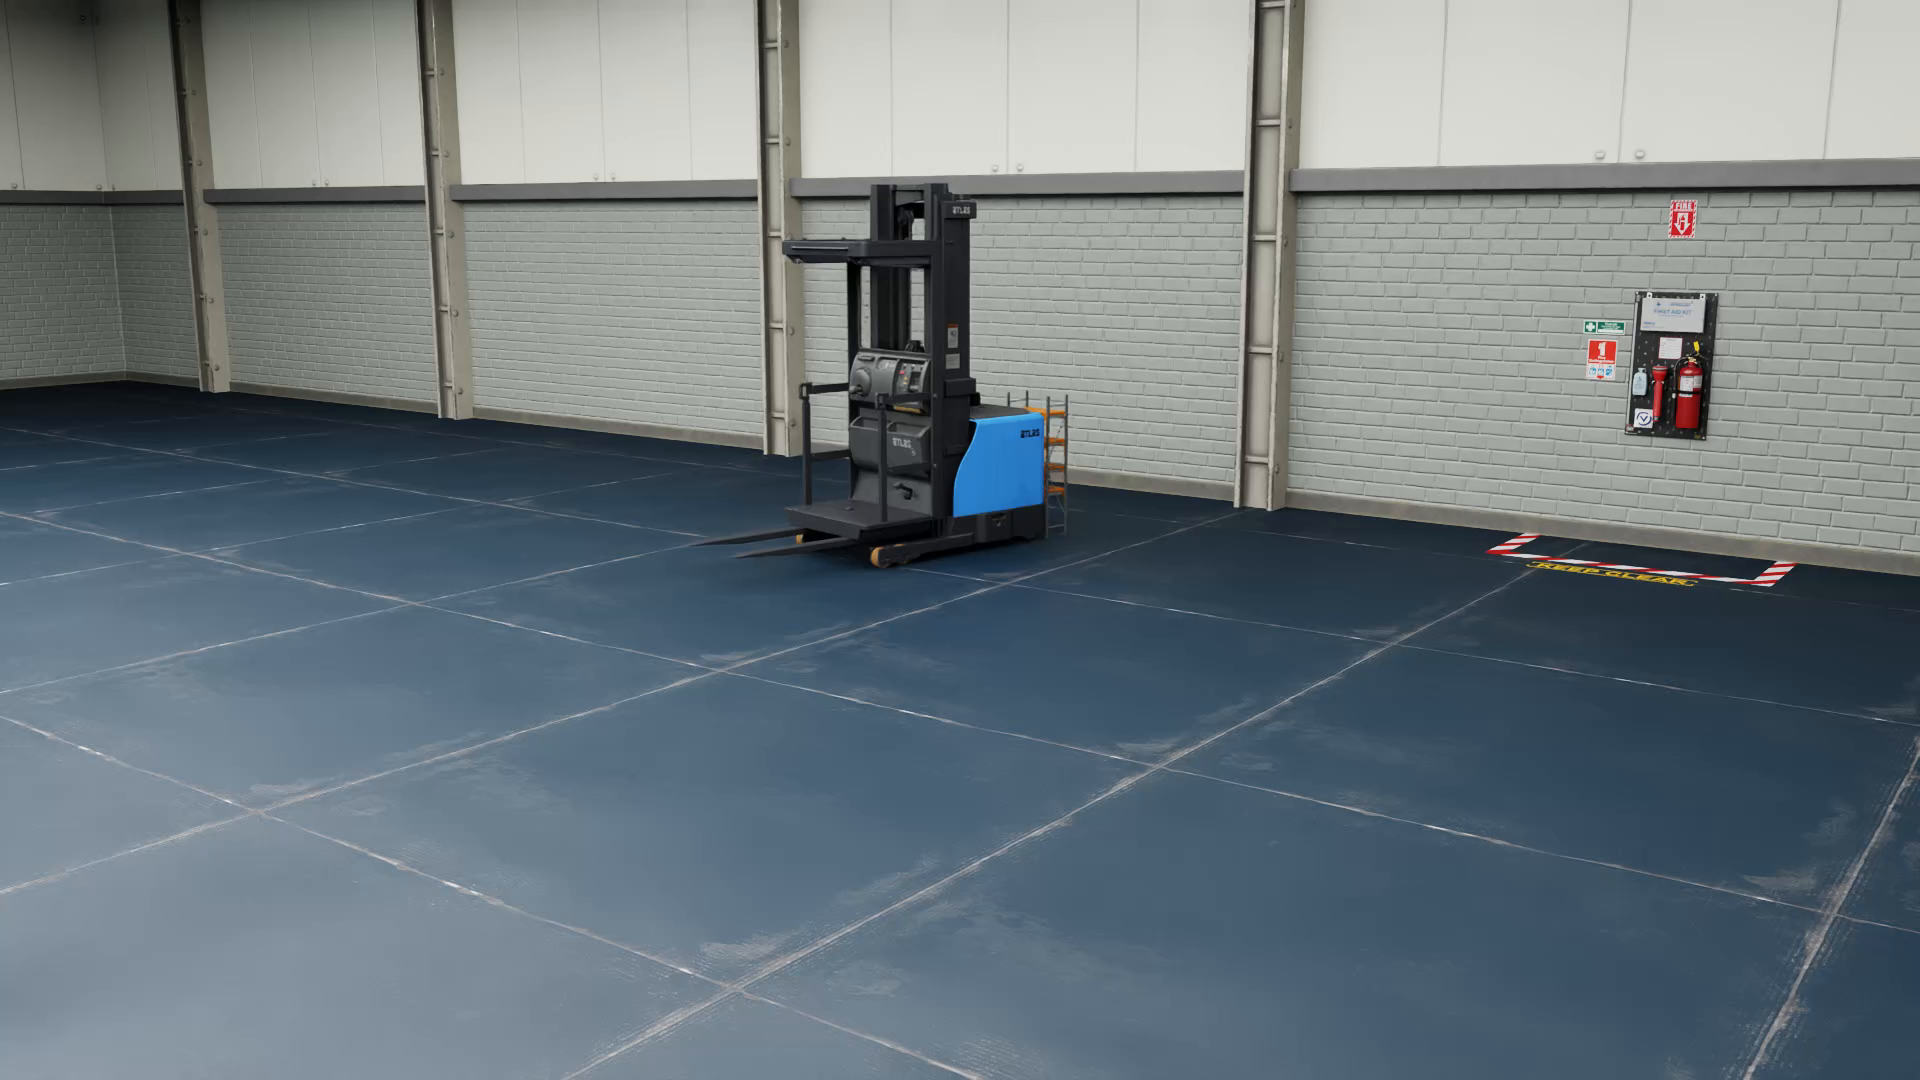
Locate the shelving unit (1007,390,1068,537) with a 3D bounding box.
[{"bbox_3d":[0.660,-0.662,14.293,0.258,1.200,0.503,-9,14,-40],"label":"shelving unit"}]

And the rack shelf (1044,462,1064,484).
[{"bbox_3d":[0.660,-0.596,14.305,0.258,0.148,0.480,-9,14,-40],"label":"rack shelf"}]

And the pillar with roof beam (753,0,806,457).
[{"bbox_3d":[-4.561,-4.748,14.880,0.400,9.000,9.100,8,13,36],"label":"pillar with roof beam"}]

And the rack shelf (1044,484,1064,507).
[{"bbox_3d":[0.660,-0.401,14.343,0.258,0.148,0.480,-9,14,-40],"label":"rack shelf"}]

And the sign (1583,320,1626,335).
[{"bbox_3d":[5.304,-1.750,13.689,0.331,0.109,0.001,8,13,36],"label":"sign"}]

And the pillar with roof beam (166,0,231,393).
[{"bbox_3d":[-14.233,-6.097,21.854,0.400,9.000,9.100,8,13,36],"label":"pillar with roof beam"}]

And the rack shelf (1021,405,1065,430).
[{"bbox_3d":[0.660,-1.048,14.218,0.258,0.148,0.480,-9,14,-40],"label":"rack shelf"}]

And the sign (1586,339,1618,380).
[{"bbox_3d":[5.305,-1.492,13.749,0.234,0.329,0.001,8,13,36],"label":"sign"}]

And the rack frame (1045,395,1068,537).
[{"bbox_3d":[0.821,-0.627,14.112,0.240,1.200,0.015,-9,14,-40],"label":"rack frame"}]

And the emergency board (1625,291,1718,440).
[{"bbox_3d":[5.690,-1.396,13.350,0.643,1.169,0.194,8,13,36],"label":"emergency board"}]

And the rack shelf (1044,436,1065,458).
[{"bbox_3d":[0.660,-0.816,14.263,0.258,0.148,0.480,-9,14,-40],"label":"rack shelf"}]

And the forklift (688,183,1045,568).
[{"bbox_3d":[-0.723,-1.332,13.200,3.031,2.935,1.130,-9,14,-40],"label":"forklift"}]

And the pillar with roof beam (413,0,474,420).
[{"bbox_3d":[-9.397,-5.423,18.367,0.400,9.000,9.100,8,13,36],"label":"pillar with roof beam"}]

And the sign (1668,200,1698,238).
[{"bbox_3d":[5.742,-2.551,13.213,0.199,0.298,0.001,8,13,36],"label":"sign"}]

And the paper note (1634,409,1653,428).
[{"bbox_3d":[5.588,-0.994,13.591,0.142,0.148,0.016,8,13,36],"label":"paper note"}]

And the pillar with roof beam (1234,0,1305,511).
[{"bbox_3d":[0.275,-4.073,11.394,0.400,9.000,9.100,8,13,36],"label":"pillar with roof beam"}]

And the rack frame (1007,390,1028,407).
[{"bbox_3d":[0.499,-0.697,14.473,0.240,1.200,0.015,-9,14,-40],"label":"rack frame"}]
